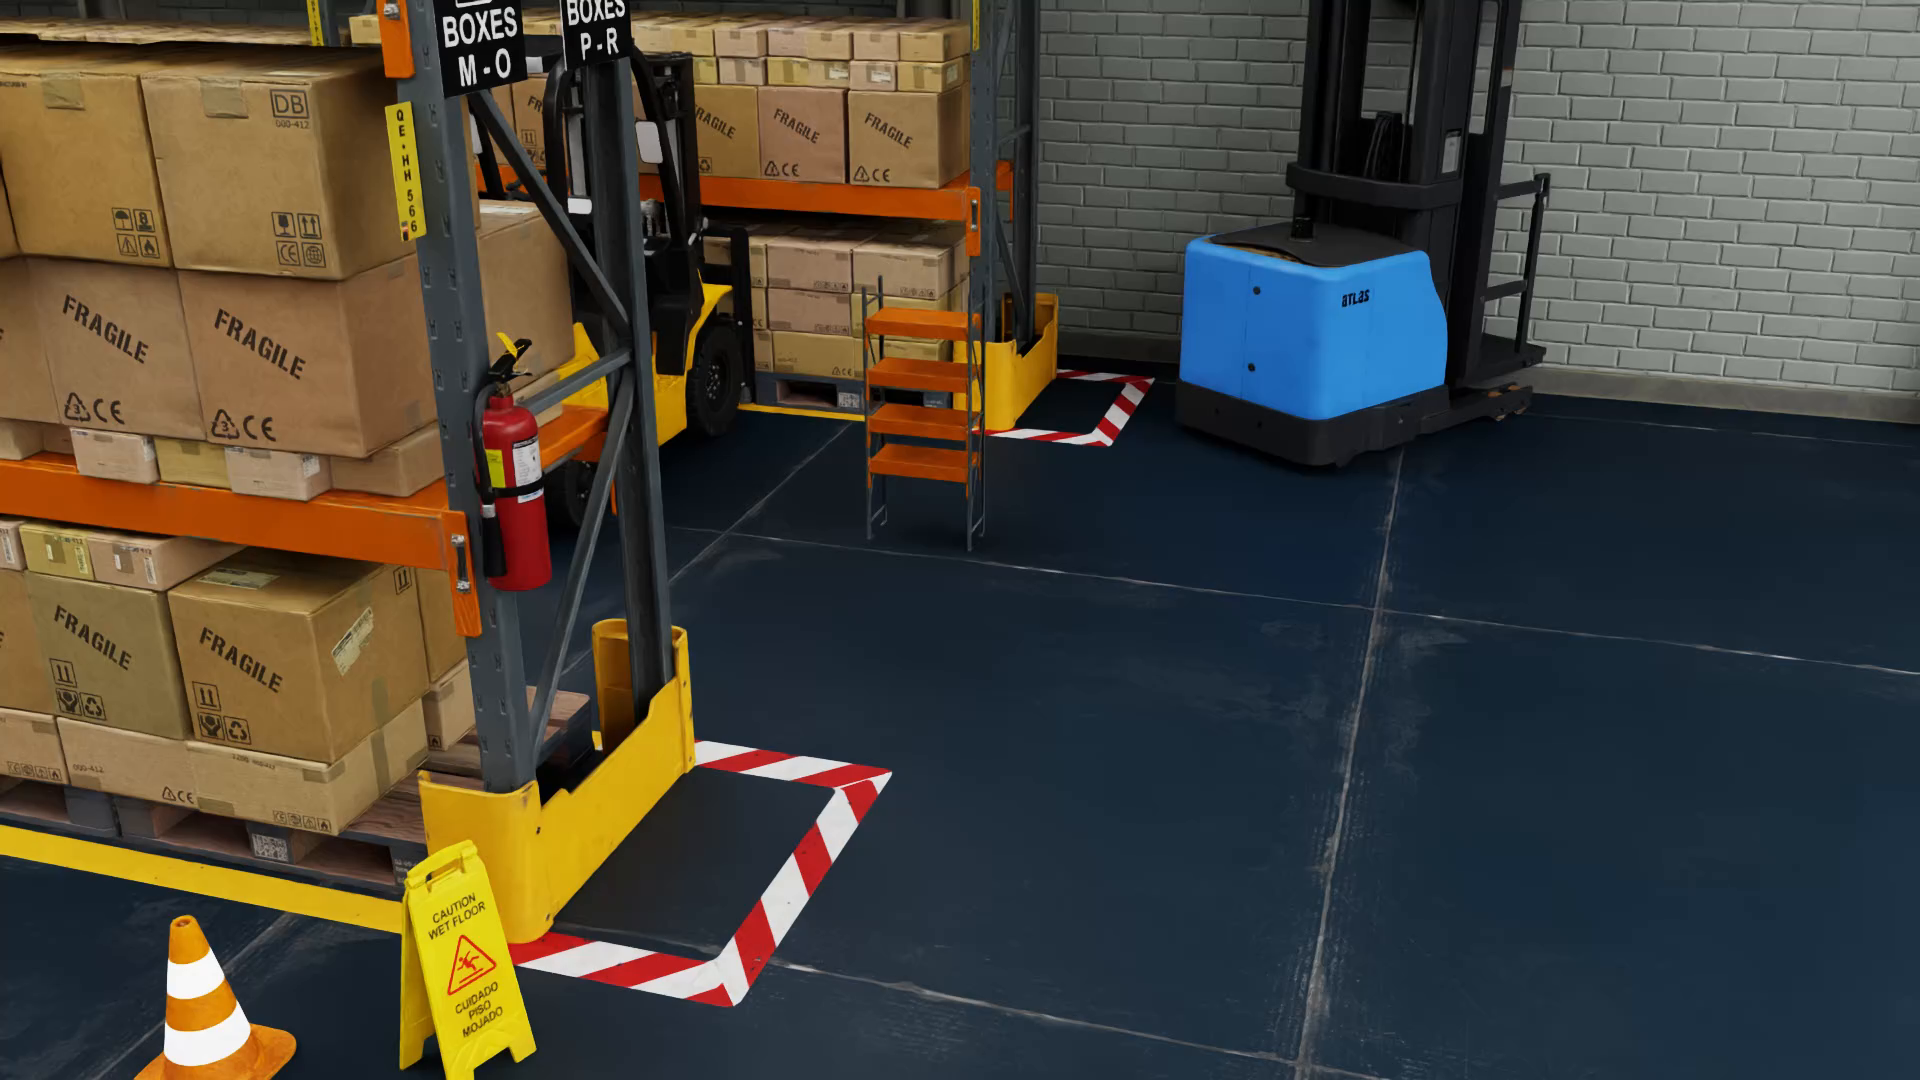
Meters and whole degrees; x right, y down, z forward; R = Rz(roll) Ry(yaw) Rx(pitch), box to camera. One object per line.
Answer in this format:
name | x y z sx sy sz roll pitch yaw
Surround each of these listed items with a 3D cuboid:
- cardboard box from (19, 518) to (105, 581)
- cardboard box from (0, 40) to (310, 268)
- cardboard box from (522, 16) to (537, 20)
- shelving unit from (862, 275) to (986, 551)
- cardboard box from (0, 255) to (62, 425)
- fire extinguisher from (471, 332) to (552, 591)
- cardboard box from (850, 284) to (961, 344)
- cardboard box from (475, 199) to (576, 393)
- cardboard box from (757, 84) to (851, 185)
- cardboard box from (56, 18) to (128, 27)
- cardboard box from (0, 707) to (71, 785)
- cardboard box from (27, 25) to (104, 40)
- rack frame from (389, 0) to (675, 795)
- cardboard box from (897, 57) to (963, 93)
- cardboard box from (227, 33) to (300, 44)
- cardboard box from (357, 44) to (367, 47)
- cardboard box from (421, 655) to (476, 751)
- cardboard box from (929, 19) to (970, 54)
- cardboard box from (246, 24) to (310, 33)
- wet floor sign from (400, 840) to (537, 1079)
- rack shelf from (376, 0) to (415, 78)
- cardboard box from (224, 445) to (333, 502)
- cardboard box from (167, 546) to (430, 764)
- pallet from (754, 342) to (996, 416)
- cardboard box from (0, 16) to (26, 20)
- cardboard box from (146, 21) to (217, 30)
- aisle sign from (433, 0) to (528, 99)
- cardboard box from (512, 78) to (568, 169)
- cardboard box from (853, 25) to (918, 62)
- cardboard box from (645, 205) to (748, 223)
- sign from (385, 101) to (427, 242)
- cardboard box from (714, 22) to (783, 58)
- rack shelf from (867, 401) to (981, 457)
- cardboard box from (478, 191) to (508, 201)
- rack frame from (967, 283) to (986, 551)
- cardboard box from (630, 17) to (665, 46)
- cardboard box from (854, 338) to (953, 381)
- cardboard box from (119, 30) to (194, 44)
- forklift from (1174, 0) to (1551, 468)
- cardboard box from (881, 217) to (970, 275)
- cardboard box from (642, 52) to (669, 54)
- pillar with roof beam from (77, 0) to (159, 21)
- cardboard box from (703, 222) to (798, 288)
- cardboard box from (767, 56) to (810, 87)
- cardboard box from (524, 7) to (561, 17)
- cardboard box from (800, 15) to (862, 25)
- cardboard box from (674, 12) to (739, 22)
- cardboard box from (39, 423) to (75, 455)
cardboard box | -2.629 -0.025 5.106 0.250 0.149 0.380 7 23 16
cardboard box | -2.210 -1.100 4.657 0.500 0.500 0.700 7 23 16
cardboard box | -2.616 -2.916 9.548 0.250 0.149 0.380 7 23 17
shelving unit | -0.158 -0.573 7.587 0.503 1.200 0.258 7 23 16
cardboard box | -2.731 -0.674 4.938 0.500 0.500 0.500 6 23 15
fire extinguisher | -1.199 -0.203 4.413 0.183 0.674 0.296 7 23 16
cardboard box | -0.302 -1.315 9.436 0.500 0.250 0.500 6 23 15
cardboard box | -1.549 -0.755 5.134 0.500 0.500 0.500 6 23 15
cardboard box | -0.787 -2.287 9.262 0.500 0.500 0.500 7 23 17
cardboard box | -5.776 -3.389 11.094 0.250 0.149 0.380 6 23 15
cardboard box | -3.024 0.554 5.538 0.500 0.250 0.500 6 23 14
cardboard box | -5.669 -3.173 10.565 0.250 0.149 0.380 7 23 16
rack frame | -1.176 -0.418 4.838 0.127 3.000 1.000 7 23 16
cardboard box | -0.159 -2.505 8.938 0.250 0.149 0.380 7 23 16
cardboard box | -4.219 -2.986 10.110 0.250 0.149 0.380 6 23 15
cardboard box | -3.346 -2.877 9.844 0.250 0.149 0.380 6 23 15
cardboard box | -1.868 0.471 5.740 0.500 0.250 0.500 6 23 15
cardboard box | -0.006 -2.821 9.316 0.250 0.149 0.380 6 23 14
cardboard box | -4.330 -3.200 10.632 0.250 0.149 0.380 6 23 15
wet floor sign | -1.303 1.080 4.286 0.232 0.644 0.267 16 27 34
rack shelf | -3.091 -1.693 4.939 4.000 0.370 1.077 7 23 16
cardboard box | -1.870 -0.253 4.765 0.250 0.149 0.380 6 23 15
cardboard box | -2.018 0.319 5.120 0.500 0.500 0.500 7 23 16
pallet | -0.490 -1.001 9.932 1.213 0.211 1.003 7 23 16
cardboard box | -6.522 -3.445 11.229 0.250 0.149 0.380 7 23 15
cardboard box | -5.055 -3.283 10.833 0.250 0.149 0.380 6 23 15
aisle sign | -1.200 -1.509 4.071 0.004 0.787 0.394 7 23 16
cardboard box | -2.237 -2.457 9.676 0.500 0.500 0.500 6 23 15
cardboard box | -0.395 -2.685 8.984 0.250 0.149 0.380 7 23 16
cardboard box | -1.595 -1.899 10.200 0.500 0.250 0.500 6 23 14
sign | -1.355 -0.901 4.072 0.005 0.325 0.100 7 23 16
cardboard box | -1.151 -2.746 9.134 0.250 0.149 0.380 7 23 17
rack shelf | -0.158 -0.511 7.612 0.480 0.148 0.258 7 23 16
cardboard box | -3.048 -2.062 10.596 0.500 0.250 0.500 7 23 17
rack frame | 0.075 -0.547 7.521 0.015 1.200 0.240 7 23 16
cardboard box | -1.856 -2.869 9.433 0.250 0.149 0.380 7 23 16
cardboard box | -0.287 -1.081 9.523 0.500 0.250 0.500 7 23 16
cardboard box | -4.961 -3.064 10.300 0.250 0.149 0.380 6 23 14
forklift | 2.651 -2.169 9.195 3.031 2.935 1.130 -17 28 -36
cardboard box | -0.151 -1.728 9.784 0.500 0.250 0.500 6 23 15
cardboard box | -1.607 -2.697 9.405 0.250 0.149 0.380 6 23 15
pillar with roof beam | -7.140 -4.495 6.871 0.400 9.000 9.100 7 23 16
cardboard box | -1.253 -1.650 9.592 0.500 0.250 0.500 7 23 16
cardboard box | -0.877 -2.604 9.179 0.250 0.149 0.380 6 23 15
cardboard box | -2.439 -3.148 10.114 0.250 0.149 0.380 6 23 14
cardboard box | -0.736 -2.918 9.553 0.250 0.149 0.380 7 23 16
cardboard box | -1.478 -3.001 9.754 0.250 0.149 0.380 7 23 16
cardboard box | -2.569 -0.385 5.088 0.250 0.149 0.380 7 23 16
